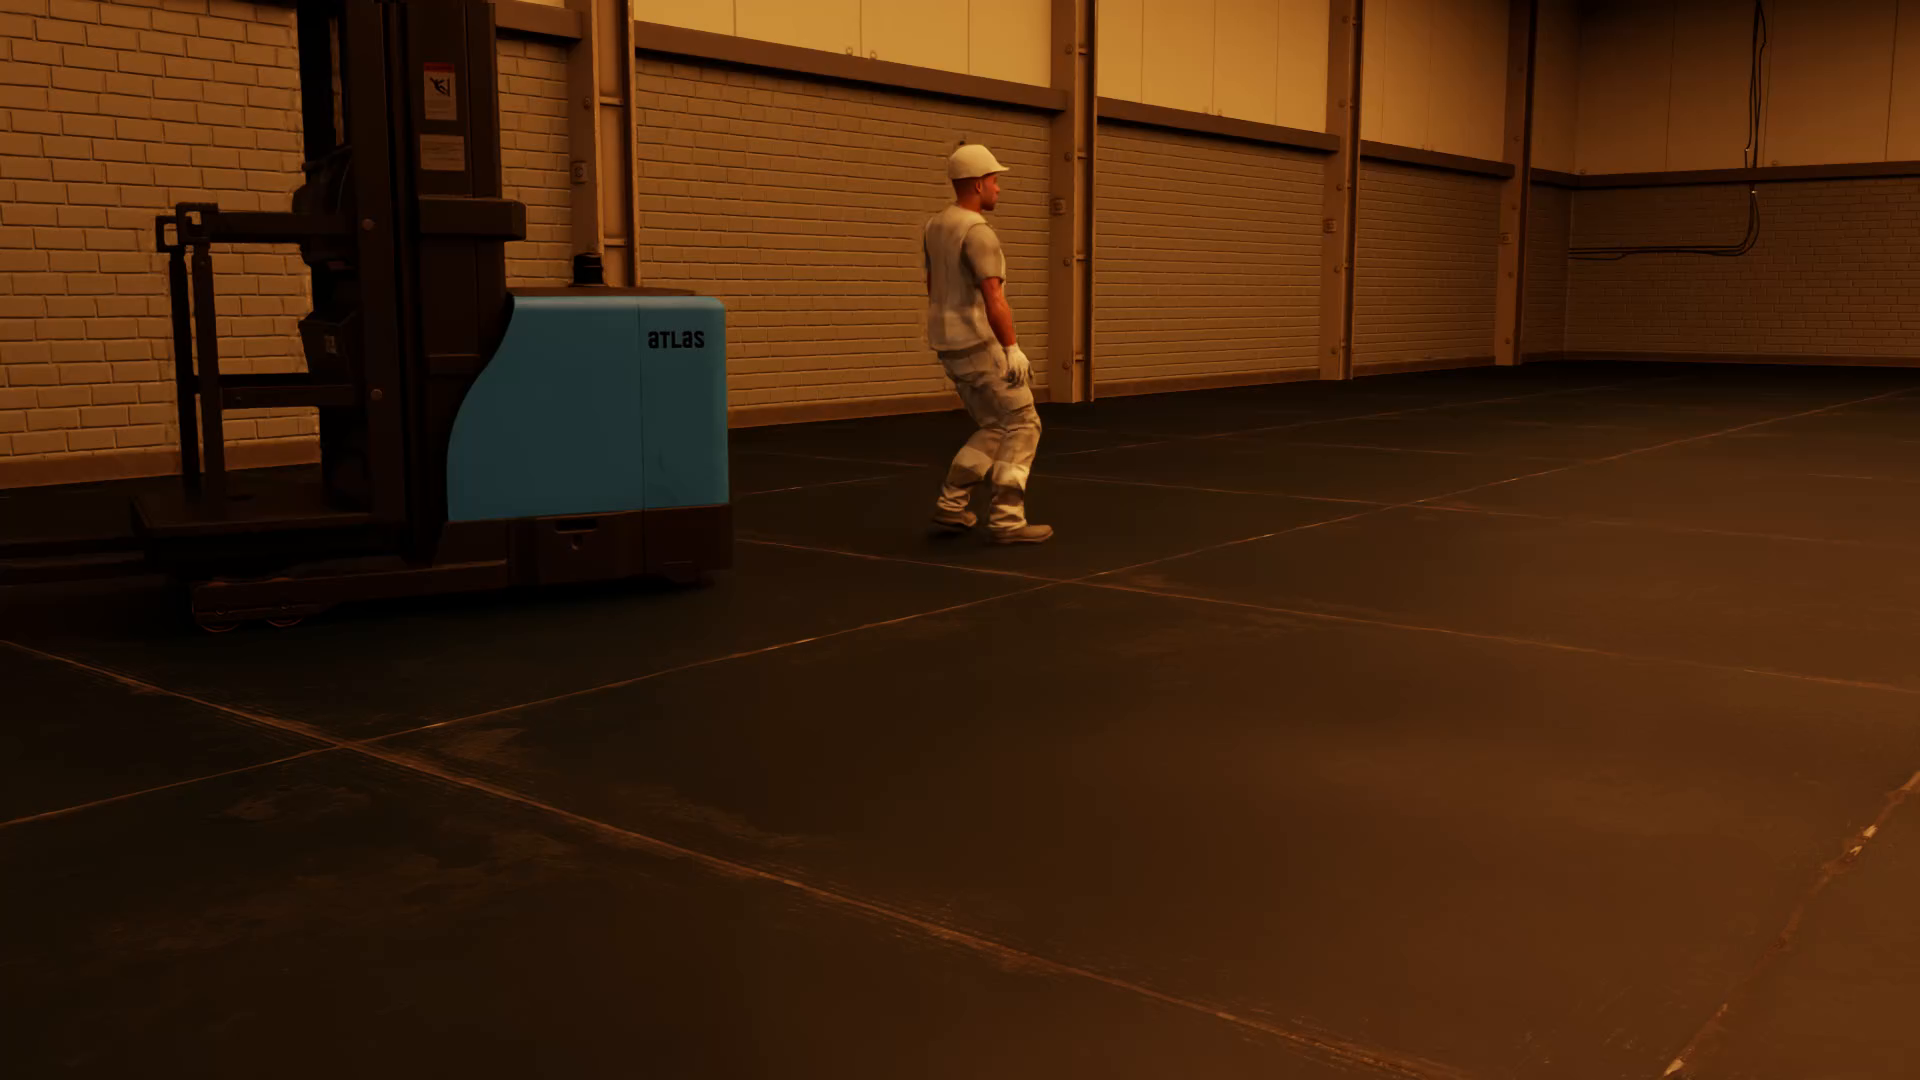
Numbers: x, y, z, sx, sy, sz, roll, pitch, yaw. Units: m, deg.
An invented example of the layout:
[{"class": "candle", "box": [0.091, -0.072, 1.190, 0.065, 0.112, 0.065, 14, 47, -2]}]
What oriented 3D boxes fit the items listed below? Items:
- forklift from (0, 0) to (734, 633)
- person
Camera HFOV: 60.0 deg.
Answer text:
[{"class": "forklift", "box": [-2.391, -1.237, 5.739, 3.031, 2.935, 1.130, -5, 9, -29]}, {"class": "person", "box": [0.121, -0.856, 7.338, 0.470, 1.729, 0.782, -3, 9, -23]}]
